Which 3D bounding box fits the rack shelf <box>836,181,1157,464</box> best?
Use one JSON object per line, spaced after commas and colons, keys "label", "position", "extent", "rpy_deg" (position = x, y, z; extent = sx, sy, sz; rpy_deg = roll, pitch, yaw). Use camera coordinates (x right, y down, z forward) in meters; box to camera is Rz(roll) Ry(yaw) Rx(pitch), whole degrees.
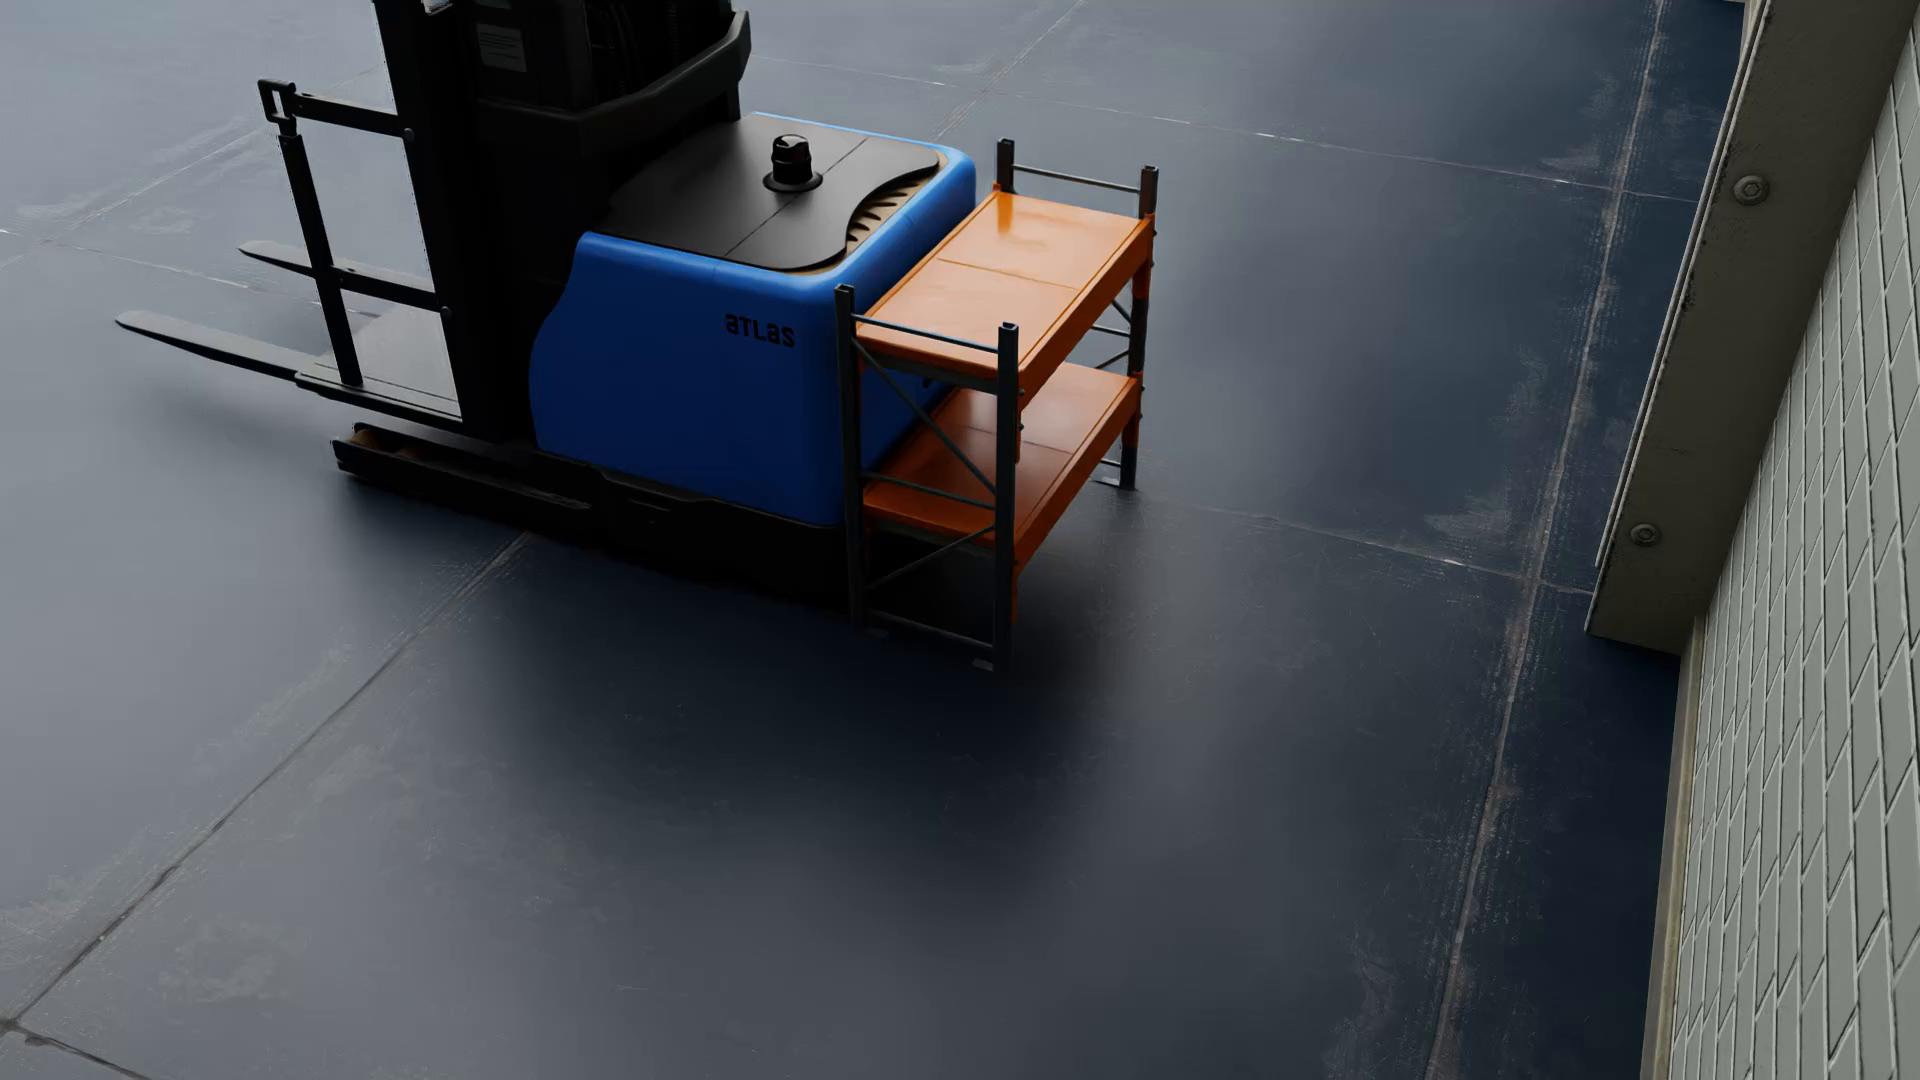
{"label": "rack shelf", "position": [0.128, -0.643, 4.682], "extent": [0.538, 0.278, 1.000], "rpy_deg": [16, 40, 20]}

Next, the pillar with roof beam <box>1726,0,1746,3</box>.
{"label": "pillar with roof beam", "position": [0.354, -7.710, 8.049], "extent": [9.100, 9.000, 0.400], "rpy_deg": [14, 39, 18]}

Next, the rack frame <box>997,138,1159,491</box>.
{"label": "rack frame", "position": [0.344, -0.684, 5.226], "extent": [0.500, 1.125, 0.032], "rpy_deg": [16, 40, 20]}

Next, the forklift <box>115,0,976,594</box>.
{"label": "forklift", "position": [-1.499, -1.594, 4.935], "extent": [3.031, 2.935, 1.130], "rpy_deg": [15, 39, 19]}

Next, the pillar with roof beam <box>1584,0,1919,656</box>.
{"label": "pillar with roof beam", "position": [-1.929, -4.388, 3.604], "extent": [9.100, 9.000, 0.400], "rpy_deg": [14, 39, 18]}

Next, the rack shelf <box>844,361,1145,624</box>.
{"label": "rack shelf", "position": [0.128, -0.213, 5.003], "extent": [0.538, 0.278, 1.000], "rpy_deg": [16, 40, 20]}

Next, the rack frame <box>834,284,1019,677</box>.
{"label": "rack frame", "position": [-0.088, -0.133, 4.488], "extent": [0.500, 1.125, 0.032], "rpy_deg": [16, 40, 20]}

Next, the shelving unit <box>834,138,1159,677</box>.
{"label": "shelving unit", "position": [0.128, -0.409, 4.857], "extent": [0.538, 1.125, 1.048], "rpy_deg": [16, 40, 20]}
